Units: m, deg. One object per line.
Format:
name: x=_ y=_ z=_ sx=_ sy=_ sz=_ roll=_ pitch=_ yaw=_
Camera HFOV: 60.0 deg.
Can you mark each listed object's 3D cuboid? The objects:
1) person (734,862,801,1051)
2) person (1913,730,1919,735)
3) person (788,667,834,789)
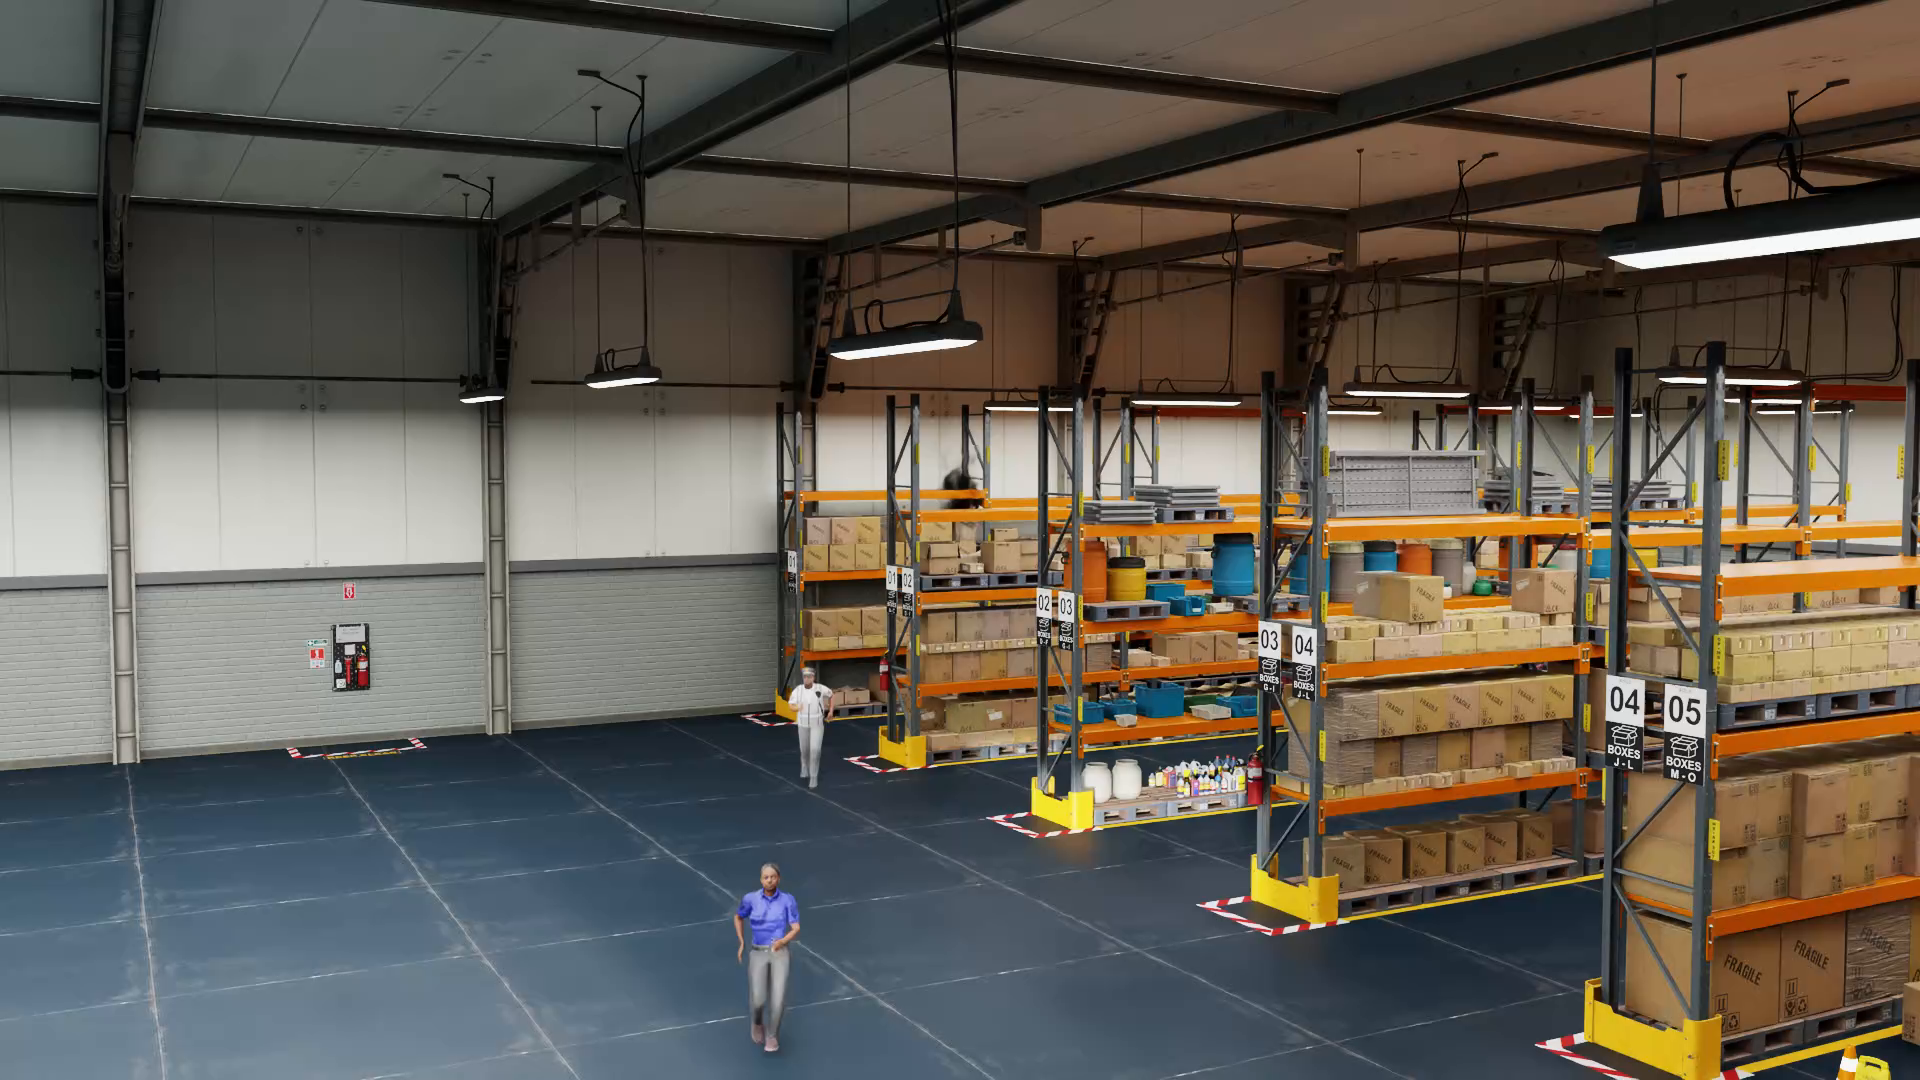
person: x=-1.626 y=3.558 z=14.080 sx=0.560 sy=1.603 sz=0.576 roll=0 pitch=3 yaw=-8
person: x=12.000 y=3.123 z=20.765 sx=0.606 sy=1.740 sz=0.657 roll=-2 pitch=4 yaw=-34
person: x=-2.277 y=2.845 z=25.478 sx=0.672 sy=1.844 sz=0.929 roll=0 pitch=3 yaw=4
